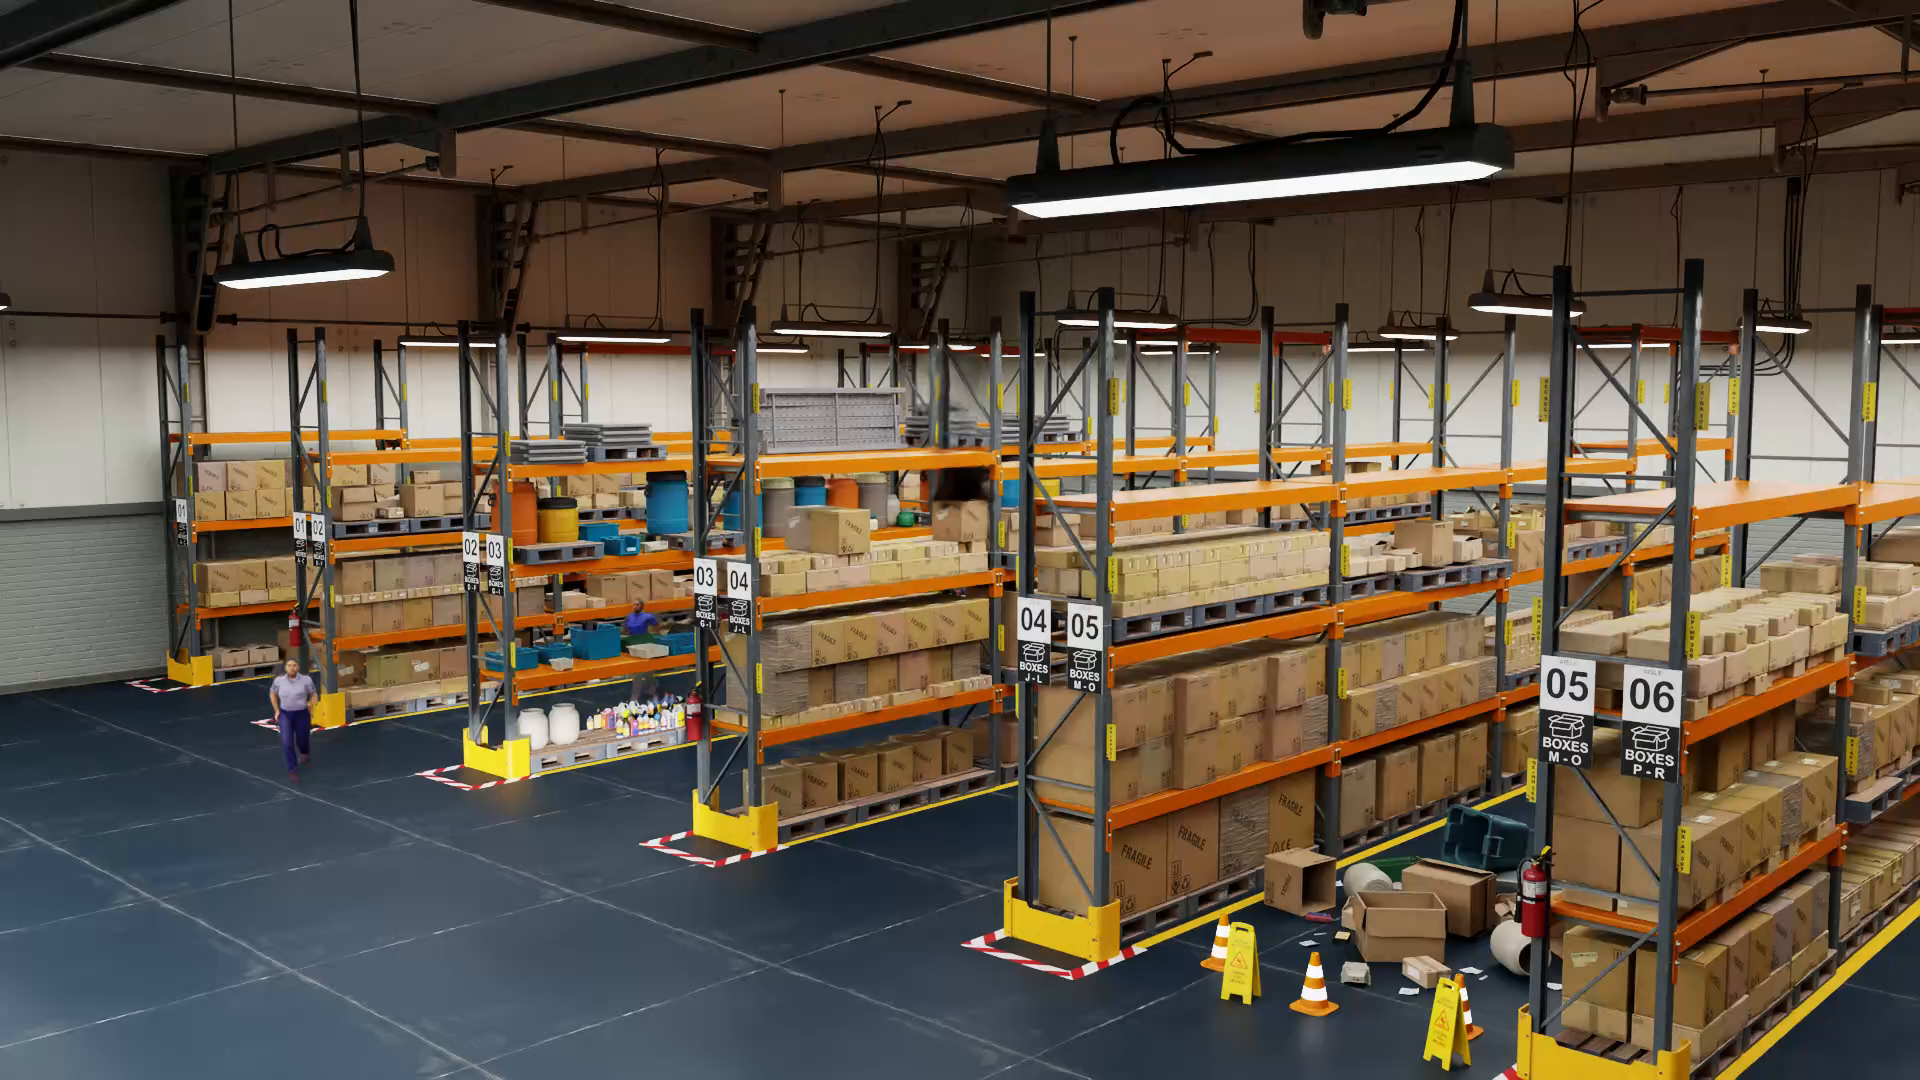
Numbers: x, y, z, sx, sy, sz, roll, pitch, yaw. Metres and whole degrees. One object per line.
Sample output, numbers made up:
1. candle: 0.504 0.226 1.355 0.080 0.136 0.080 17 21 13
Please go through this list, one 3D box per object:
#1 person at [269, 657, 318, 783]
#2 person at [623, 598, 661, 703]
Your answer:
1. person: -8.751 2.326 21.864 0.592 1.622 0.762 -2 6 -19
2. person: -5.244 1.788 27.270 0.556 1.706 0.816 3 6 29
